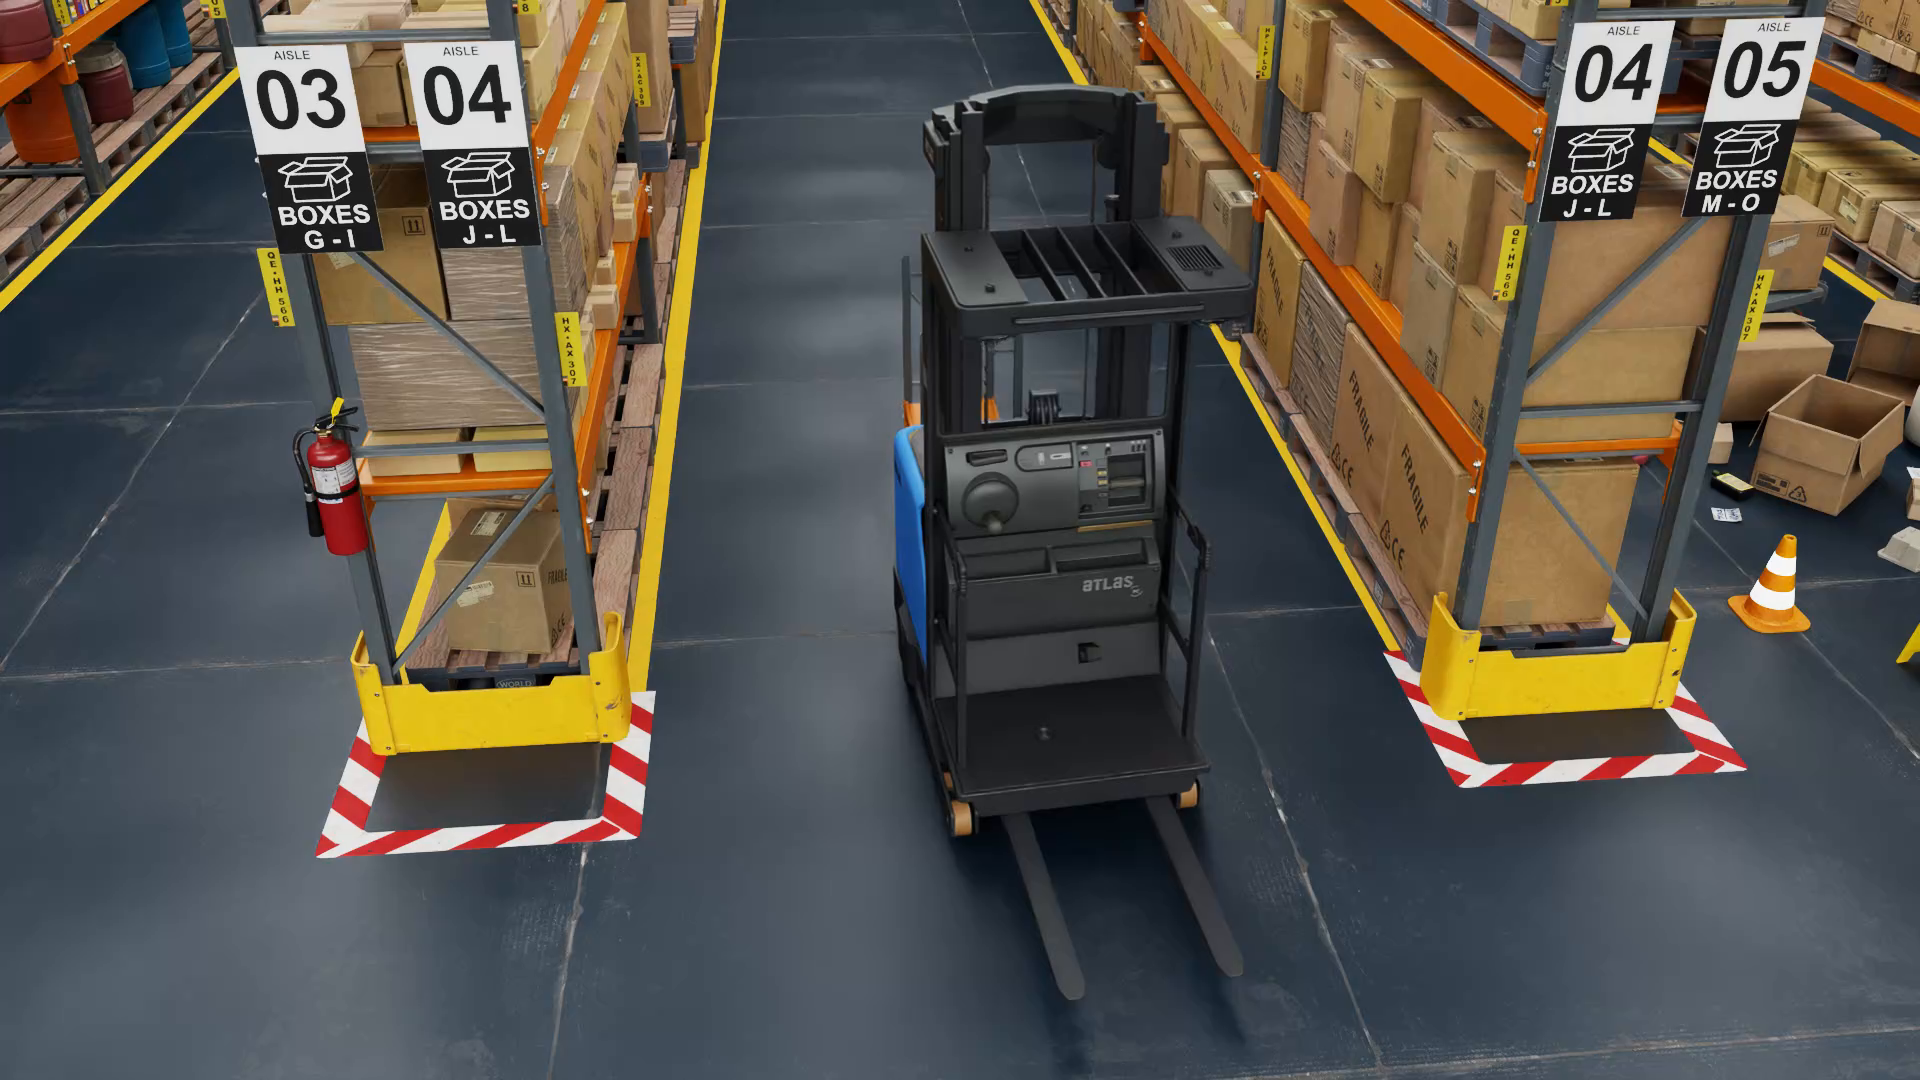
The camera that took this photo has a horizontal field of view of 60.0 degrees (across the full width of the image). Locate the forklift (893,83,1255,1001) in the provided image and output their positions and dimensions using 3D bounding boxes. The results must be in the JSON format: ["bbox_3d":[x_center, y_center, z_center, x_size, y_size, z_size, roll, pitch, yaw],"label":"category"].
[{"bbox_3d":[0.440,-0.194,6.716,1.130,2.935,3.031,-5,31,-9],"label":"forklift"}]

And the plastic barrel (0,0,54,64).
[{"bbox_3d":[-7.463,-4.060,12.990,0.600,0.536,0.708,-3,31,-5],"label":"plastic barrel"}]

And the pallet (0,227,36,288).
[{"bbox_3d":[-7.664,-2.008,12.407,1.003,0.211,1.213,-3,31,-5],"label":"pallet"}]

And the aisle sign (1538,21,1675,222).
[{"bbox_3d":[2.526,-1.629,6.517,0.394,0.787,0.004,-3,31,-5],"label":"aisle sign"}]

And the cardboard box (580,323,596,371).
[{"bbox_3d":[-1.992,-0.938,8.140,0.380,0.149,0.250,-3,31,-5],"label":"cardboard box"}]

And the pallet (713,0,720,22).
[{"bbox_3d":[-3.361,-6.323,19.630,1.003,0.211,1.213,-3,31,-5],"label":"pallet"}]

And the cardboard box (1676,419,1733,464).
[{"bbox_3d":[4.439,-0.642,10.067,0.396,0.266,0.258,2,31,4],"label":"cardboard box"}]

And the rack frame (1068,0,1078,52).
[{"bbox_3d":[1.697,-6.690,17.525,1.000,3.000,0.127,-3,31,-5],"label":"rack frame"}]

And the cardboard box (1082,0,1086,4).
[{"bbox_3d":[1.503,-5.729,17.213,0.500,0.250,0.500,-4,31,-7],"label":"cardboard box"}]

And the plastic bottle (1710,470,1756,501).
[{"bbox_3d":[4.500,-0.327,9.739,0.133,0.061,0.283,-14,33,-22],"label":"plastic bottle"}]

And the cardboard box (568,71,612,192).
[{"bbox_3d":[-2.050,-2.037,8.372,0.500,0.500,0.500,-3,31,-5],"label":"cardboard box"}]

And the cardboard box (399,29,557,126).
[{"bbox_3d":[-1.917,-1.859,6.658,0.500,0.250,0.500,-2,31,-3],"label":"cardboard box"}]

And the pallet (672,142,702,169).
[{"bbox_3d":[-2.875,-3.671,15.190,1.003,0.211,1.213,-3,31,-5],"label":"pallet"}]

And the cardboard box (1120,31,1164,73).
[{"bbox_3d":[1.746,-4.414,15.011,0.500,0.250,0.500,-3,31,-6],"label":"cardboard box"}]

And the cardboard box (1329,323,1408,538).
[{"bbox_3d":[2.605,-0.624,9.031,0.875,0.875,0.875,-3,31,-5],"label":"cardboard box"}]

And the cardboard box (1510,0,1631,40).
[{"bbox_3d":[2.450,-2.120,6.687,0.380,0.149,0.250,-3,31,-5],"label":"cardboard box"}]

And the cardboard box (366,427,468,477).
[{"bbox_3d":[-2.362,-0.405,7.248,0.380,0.149,0.250,-3,31,-5],"label":"cardboard box"}]

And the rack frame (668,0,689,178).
[{"bbox_3d":[-2.877,-4.462,13.795,1.000,3.000,0.127,-3,31,-5],"label":"rack frame"}]

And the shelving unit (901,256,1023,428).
[{"bbox_3d":[-0.004,-0.622,8.829,0.587,1.500,1.083,-3,31,-6],"label":"shelving unit"}]

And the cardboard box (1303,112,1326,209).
[{"bbox_3d":[2.565,-2.202,9.866,0.875,0.550,0.550,-3,31,-5],"label":"cardboard box"}]

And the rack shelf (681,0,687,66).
[{"bbox_3d":[-3.064,-5.174,15.689,1.077,0.370,4.000,-3,31,-5],"label":"rack shelf"}]

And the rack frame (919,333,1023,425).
[{"bbox_3d":[0.055,-0.359,8.388,0.500,1.500,0.032,-3,31,-6],"label":"rack frame"}]

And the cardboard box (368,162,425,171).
[{"bbox_3d":[-2.479,-1.501,7.475,0.500,0.500,0.500,-3,31,-5],"label":"cardboard box"}]

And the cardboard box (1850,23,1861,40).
[{"bbox_3d":[7.037,-3.877,12.652,0.380,0.149,0.250,-4,31,-6],"label":"cardboard box"}]

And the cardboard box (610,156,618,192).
[{"bbox_3d":[-2.523,-2.357,9.884,0.875,0.500,0.500,-3,31,-5],"label":"cardboard box"}]

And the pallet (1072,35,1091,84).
[{"bbox_3d":[1.771,-5.095,17.575,1.003,0.211,1.213,-3,31,-5],"label":"pallet"}]

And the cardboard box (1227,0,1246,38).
[{"bbox_3d":[2.295,-3.852,11.700,0.700,0.500,0.500,-3,31,-4],"label":"cardboard box"}]

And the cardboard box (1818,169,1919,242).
[{"bbox_3d":[7.241,-2.581,12.799,0.950,0.372,0.625,-1,31,-1],"label":"cardboard box"}]

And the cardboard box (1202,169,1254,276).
[{"bbox_3d":[2.297,-2.133,11.680,1.050,0.750,0.750,-3,31,-5],"label":"cardboard box"}]

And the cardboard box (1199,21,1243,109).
[{"bbox_3d":[2.035,-3.418,11.950,0.500,0.500,0.500,-2,31,-4],"label":"cardboard box"}]

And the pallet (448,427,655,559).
[{"bbox_3d":[-2.288,-0.257,9.474,1.003,0.211,1.213,-3,31,-5],"label":"pallet"}]

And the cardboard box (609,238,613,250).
[{"bbox_3d":[-2.123,-1.575,9.207,0.380,0.149,0.250,-3,31,-5],"label":"cardboard box"}]

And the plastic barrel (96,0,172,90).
[{"bbox_3d":[-8.082,-4.906,16.175,0.600,0.901,0.708,-3,31,-5],"label":"plastic barrel"}]

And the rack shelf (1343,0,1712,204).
[{"bbox_3d":[2.631,-2.563,8.393,1.077,0.370,4.000,-3,31,-5],"label":"rack shelf"}]

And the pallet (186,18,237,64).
[{"bbox_3d":[-8.289,-5.443,18.157,1.003,0.211,1.213,-3,31,-5],"label":"pallet"}]

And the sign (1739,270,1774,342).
[{"bbox_3d":[3.371,-0.993,7.065,0.100,0.325,0.005,-3,31,-5],"label":"sign"}]

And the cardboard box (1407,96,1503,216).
[{"bbox_3d":[2.762,-1.851,8.225,0.875,0.550,0.550,-3,31,-5],"label":"cardboard box"}]

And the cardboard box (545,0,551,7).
[{"bbox_3d":[-1.954,-2.326,7.051,0.380,0.149,0.250,-2,31,-3],"label":"cardboard box"}]

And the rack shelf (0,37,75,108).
[{"bbox_3d":[-7.621,-2.895,11.872,1.077,0.370,4.000,-3,31,-5],"label":"rack shelf"}]

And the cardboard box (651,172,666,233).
[{"bbox_3d":[-2.670,-2.665,12.795,0.700,0.500,0.500,0,31,0],"label":"cardboard box"}]

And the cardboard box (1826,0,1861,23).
[{"bbox_3d":[6.952,-4.254,12.650,0.500,0.500,0.500,-4,31,-6],"label":"cardboard box"}]

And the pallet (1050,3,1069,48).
[{"bbox_3d":[1.599,-5.834,18.811,1.003,0.211,1.213,-3,31,-5],"label":"pallet"}]

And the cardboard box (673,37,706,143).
[{"bbox_3d":[-2.921,-4.083,14.823,1.225,0.875,0.875,-4,31,-7],"label":"cardboard box"}]

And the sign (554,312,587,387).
[{"bbox_3d":[-1.589,-0.775,6.778,0.100,0.325,0.005,-3,31,-5],"label":"sign"}]

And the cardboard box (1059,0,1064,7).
[{"bbox_3d":[1.314,-6.057,18.546,0.380,0.149,0.250,-4,31,-7],"label":"cardboard box"}]

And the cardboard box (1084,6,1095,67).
[{"bbox_3d":[1.553,-5.137,16.953,0.500,0.500,0.500,-1,31,-2],"label":"cardboard box"}]

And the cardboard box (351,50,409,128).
[{"bbox_3d":[-2.427,-1.835,6.618,0.500,0.250,0.500,-2,31,-3],"label":"cardboard box"}]

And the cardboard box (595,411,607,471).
[{"bbox_3d":[-2.308,-0.715,9.550,0.500,0.500,0.500,-5,31,-9],"label":"cardboard box"}]

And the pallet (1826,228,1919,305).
[{"bbox_3d":[7.289,-2.095,12.551,1.003,0.211,1.213,-3,31,-5],"label":"pallet"}]

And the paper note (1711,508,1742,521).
[{"bbox_3d":[4.366,-0.149,9.471,0.144,0.017,0.142,8,32,13],"label":"paper note"}]

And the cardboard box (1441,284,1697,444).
[{"bbox_3d":[2.739,-0.815,7.543,0.875,0.550,0.550,-3,31,-5],"label":"cardboard box"}]

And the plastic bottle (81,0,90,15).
[{"bbox_3d":[-7.570,-4.644,14.220,0.152,0.276,0.135,-3,31,-5],"label":"plastic bottle"}]
